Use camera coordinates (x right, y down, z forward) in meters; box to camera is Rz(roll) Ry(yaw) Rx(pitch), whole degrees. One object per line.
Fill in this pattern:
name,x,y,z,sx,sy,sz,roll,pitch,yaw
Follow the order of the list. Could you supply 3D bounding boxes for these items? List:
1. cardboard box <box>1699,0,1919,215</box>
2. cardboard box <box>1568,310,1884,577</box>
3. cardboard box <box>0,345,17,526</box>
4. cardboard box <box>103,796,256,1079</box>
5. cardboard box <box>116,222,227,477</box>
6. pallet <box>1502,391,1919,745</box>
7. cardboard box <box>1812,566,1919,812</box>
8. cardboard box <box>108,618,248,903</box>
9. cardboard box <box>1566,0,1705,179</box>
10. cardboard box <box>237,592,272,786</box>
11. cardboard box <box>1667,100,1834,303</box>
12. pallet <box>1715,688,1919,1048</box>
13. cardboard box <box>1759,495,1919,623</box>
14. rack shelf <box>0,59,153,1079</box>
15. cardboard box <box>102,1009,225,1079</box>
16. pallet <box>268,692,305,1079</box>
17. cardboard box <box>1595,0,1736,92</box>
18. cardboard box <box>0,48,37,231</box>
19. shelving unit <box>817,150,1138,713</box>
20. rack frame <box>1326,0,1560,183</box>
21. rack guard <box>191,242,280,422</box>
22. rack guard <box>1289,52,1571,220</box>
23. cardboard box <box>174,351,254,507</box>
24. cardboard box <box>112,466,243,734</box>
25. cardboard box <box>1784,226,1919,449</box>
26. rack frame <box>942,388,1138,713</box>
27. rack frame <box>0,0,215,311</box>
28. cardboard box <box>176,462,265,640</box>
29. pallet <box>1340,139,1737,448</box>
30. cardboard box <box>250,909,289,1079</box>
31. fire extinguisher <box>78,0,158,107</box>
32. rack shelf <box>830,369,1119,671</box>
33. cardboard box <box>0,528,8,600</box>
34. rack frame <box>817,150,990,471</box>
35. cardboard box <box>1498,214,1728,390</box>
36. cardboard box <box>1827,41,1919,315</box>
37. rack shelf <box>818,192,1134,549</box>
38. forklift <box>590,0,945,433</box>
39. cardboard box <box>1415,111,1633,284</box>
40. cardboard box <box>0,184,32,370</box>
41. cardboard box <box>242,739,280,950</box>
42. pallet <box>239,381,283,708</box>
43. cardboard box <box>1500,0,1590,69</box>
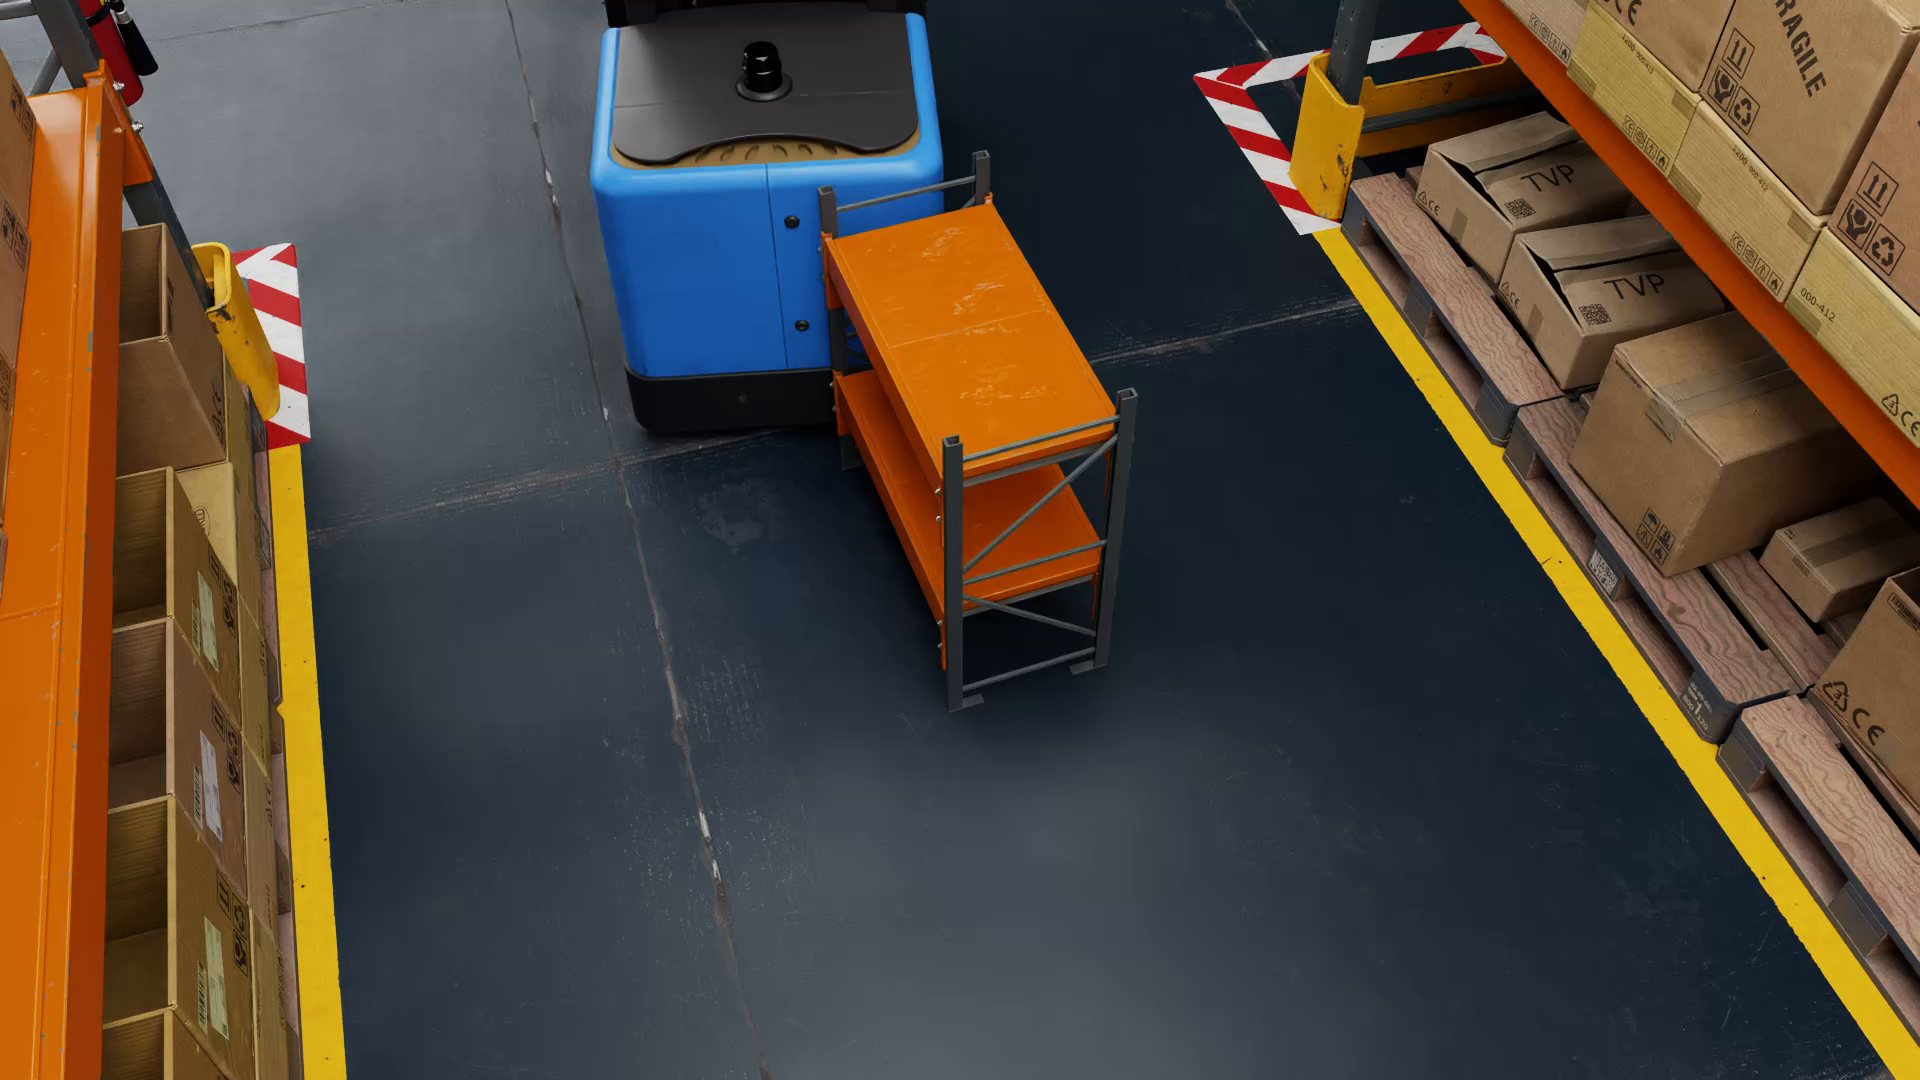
cardboard box,2.145,-1.141,3.844,0.500,0.500,0.500,-12,51,-10
cardboard box,2.300,-0.321,4.906,0.700,0.500,0.500,-16,52,-13
cardboard box,-2.461,-0.293,3.470,0.700,0.500,0.500,-13,51,-11
cardboard box,-1.839,0.940,3.529,0.500,0.500,0.500,-13,51,-11
cardboard box,-2.445,-0.517,4.758,0.500,0.500,0.500,-13,51,-11
pallet,2.429,-0.029,5.136,1.003,0.211,1.213,-13,51,-11
cardboard box,2.681,0.363,4.330,0.500,0.500,0.500,-17,52,-14
cardboard box,-1.988,0.575,3.837,0.500,0.500,0.500,-13,51,-11
cardboard box,1.997,-1.254,4.431,0.500,0.250,0.500,-14,51,-12
cardboard box,-2.138,0.452,4.431,0.500,0.250,0.500,-13,51,-11
cardboard box,2.144,-0.885,4.119,0.500,0.250,0.500,-13,51,-11
pallet,2.794,0.864,4.384,1.003,0.211,1.213,-13,51,-11
cardboard box,2.572,0.052,4.821,0.380,0.149,0.250,-17,52,-14
rack shelf,-2.296,0.342,3.471,1.077,0.370,4.000,-13,51,-11
cardboard box,-1.698,1.307,3.220,0.500,0.500,0.500,-13,51,-11
pallet,-2.264,0.986,4.280,1.003,0.211,1.213,-13,51,-11
cardboard box,1.981,-1.515,4.160,0.500,0.500,0.500,-15,51,-12
cardboard box,-2.762,-1.039,4.099,0.700,0.500,0.500,-13,51,-11
shelving unit,0.021,-0.301,4.768,0.538,1.125,1.048,-16,52,-13
rack frame,1.843,-2.474,5.374,1.000,3.000,0.127,-13,51,-11
rack guard,-2.895,-0.563,5.398,1.175,0.500,0.348,-13,51,-11
rack guard,1.866,-1.613,6.283,1.175,0.500,0.348,-13,51,-11
cardboard box,-2.447,-0.275,5.044,0.500,0.250,0.500,-13,51,-11
cardboard box,-2.135,0.210,4.145,0.500,0.500,0.500,-13,51,-11
cardboard box,2.294,-0.517,3.809,0.500,0.250,0.500,-14,51,-11
rack frame,0.197,0.064,4.461,0.500,1.125,0.032,-16,52,-13
rack frame,-2.888,-1.351,4.427,1.000,3.000,0.127,-13,51,-11
cardboard box,-2.287,0.087,4.738,0.500,0.250,0.500,-13,51,-11
pallet,2.072,-0.918,5.886,1.003,0.211,1.213,-13,51,-11
cardboard box,-1.838,1.181,3.816,0.500,0.250,0.500,-13,51,-11
fire extinguisher,-2.479,-1.517,4.618,0.296,0.674,0.183,-13,51,-11
rack shelf,0.021,-0.143,4.955,0.538,0.278,1.000,-16,52,-13
cardboard box,-2.301,0.091,3.146,0.700,0.500,0.500,-12,51,-10
rack frame,-0.155,-0.666,5.075,0.500,1.125,0.032,-16,52,-13
cardboard box,2.131,-0.807,5.439,0.500,0.311,0.500,-10,51,-8
cardboard box,2.299,-0.761,3.524,0.500,0.500,0.500,-15,51,-12
rack shelf,0.021,-0.490,4.544,0.538,0.278,1.000,-16,52,-13
forklift,-0.681,-2.432,5.383,1.130,2.935,3.031,-4,50,-3
cardboard box,1.962,-1.223,5.790,0.500,0.311,0.500,-19,52,-15
cardboard box,-2.602,-0.657,3.777,0.700,0.500,0.500,-12,51,-10
cardboard box,-1.992,0.818,4.123,0.500,0.250,0.500,-13,51,-11
pallet,-2.621,0.097,5.030,1.003,0.211,1.213,-13,51,-11
cardboard box,1.852,-1.628,4.745,0.500,0.250,0.500,-15,51,-12
